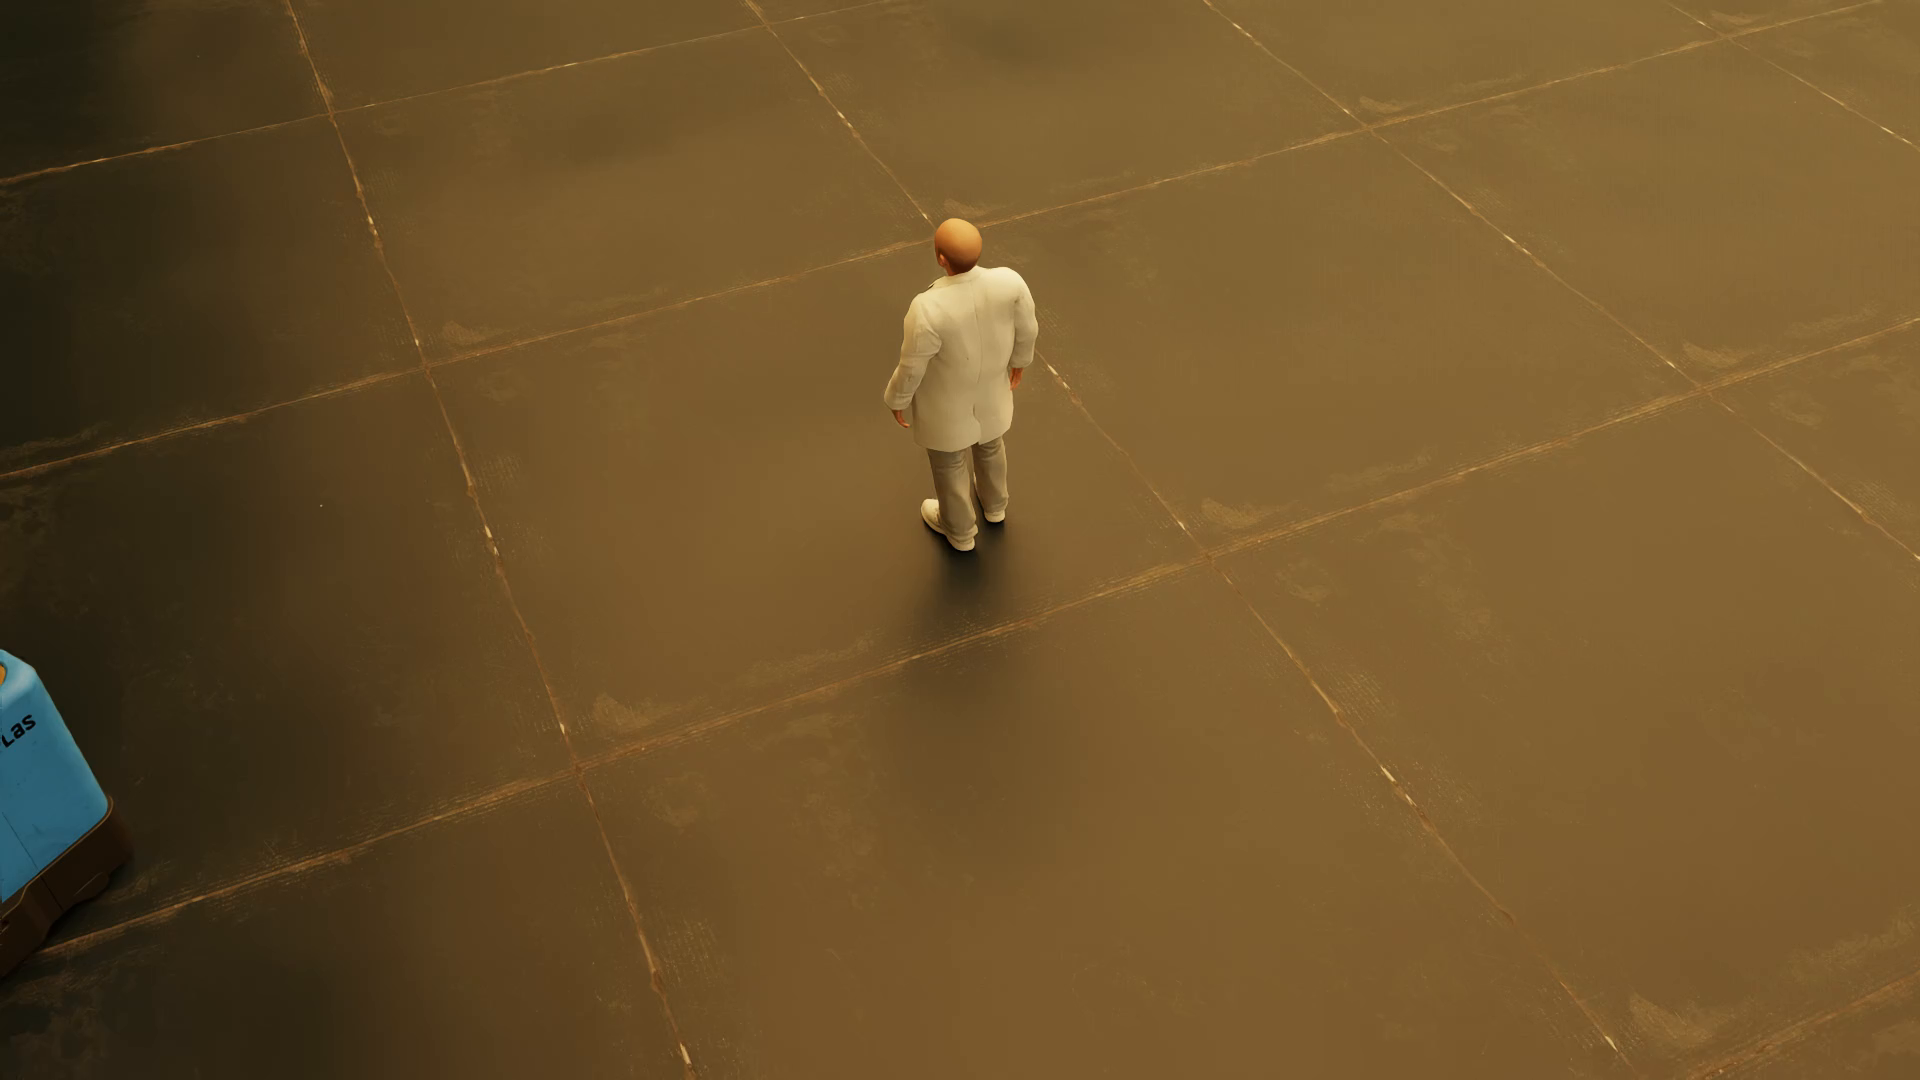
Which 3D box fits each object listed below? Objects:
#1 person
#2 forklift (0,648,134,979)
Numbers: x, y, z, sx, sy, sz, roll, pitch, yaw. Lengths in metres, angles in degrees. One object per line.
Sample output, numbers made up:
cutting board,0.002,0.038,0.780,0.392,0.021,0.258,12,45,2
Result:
person,-0.033,-0.712,7.279,0.696,1.775,0.581,-18,46,-18
forklift,-4.378,0.869,4.749,1.130,2.935,3.031,22,47,22
